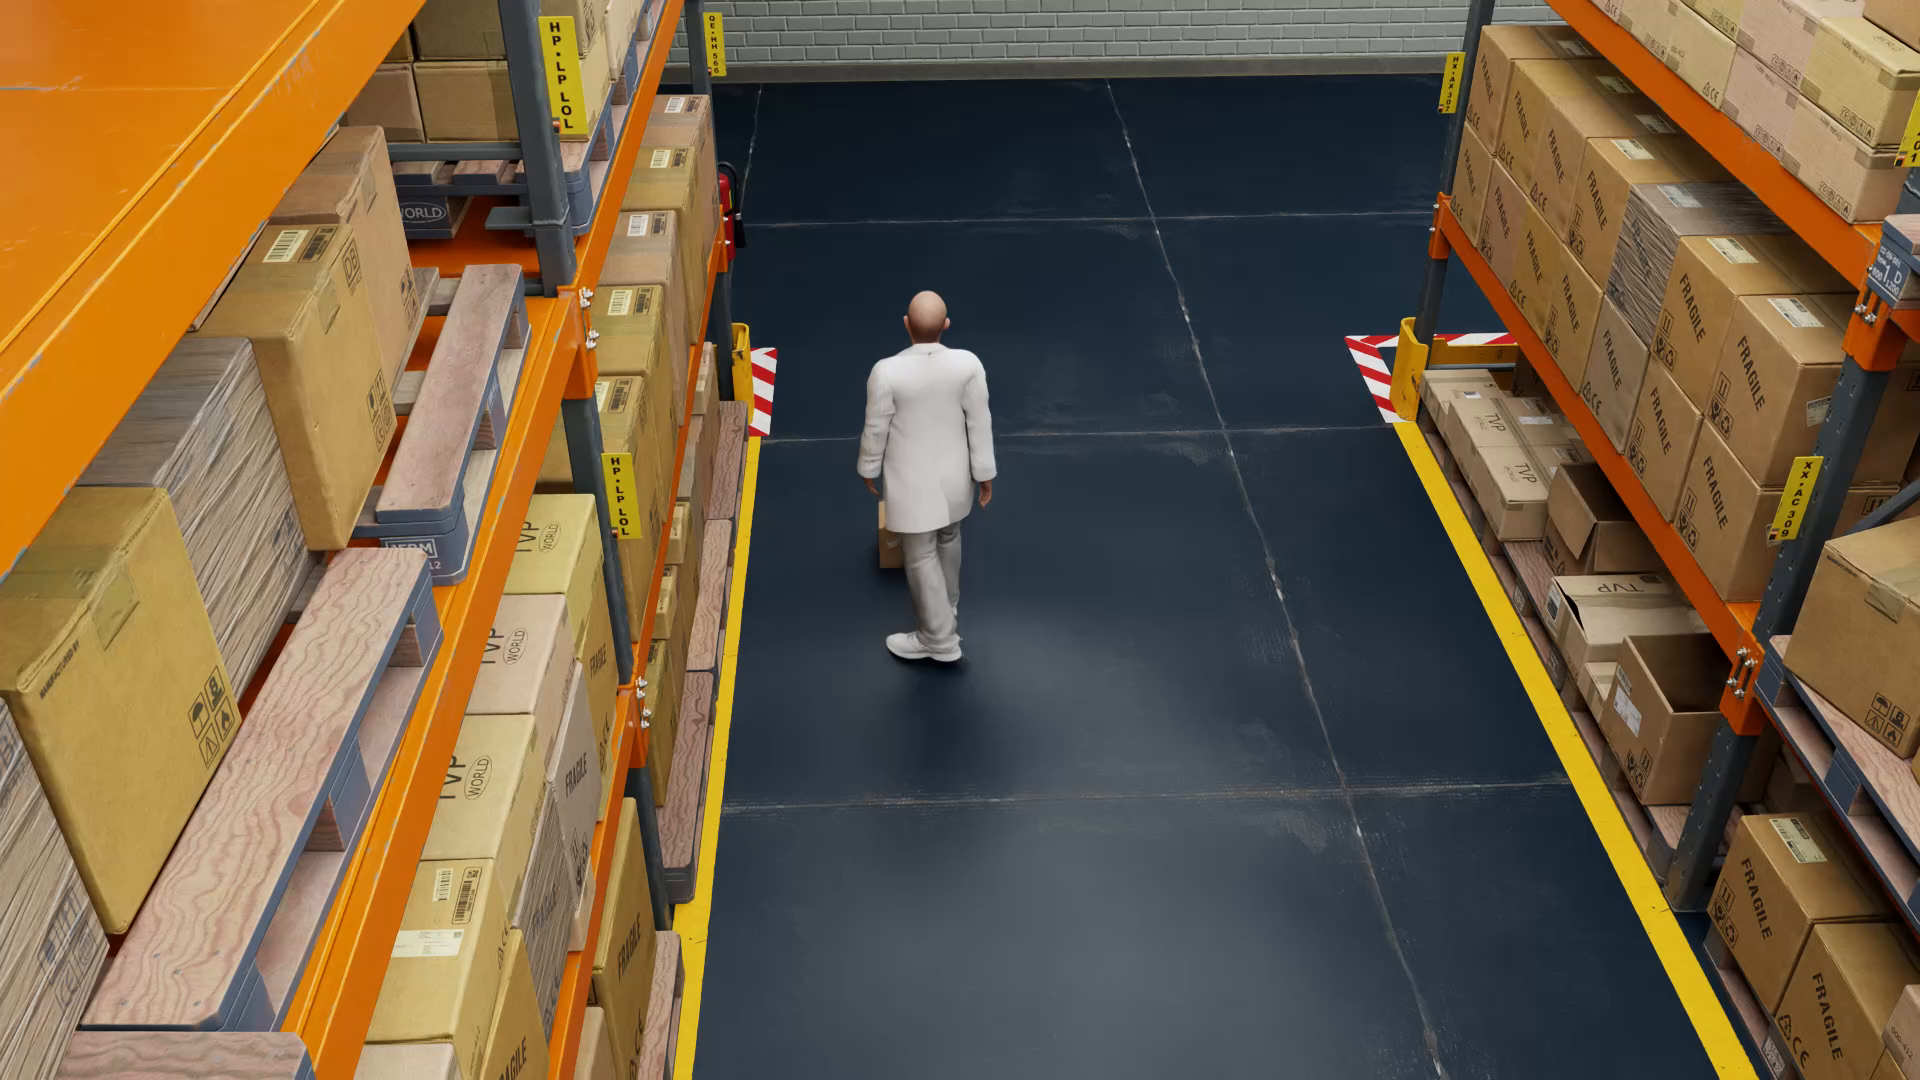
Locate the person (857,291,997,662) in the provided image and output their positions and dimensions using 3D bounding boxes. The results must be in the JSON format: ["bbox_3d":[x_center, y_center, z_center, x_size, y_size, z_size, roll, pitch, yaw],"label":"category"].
[{"bbox_3d":[-0.165,-0.313,7.594,0.585,1.774,0.738,-14,37,-19],"label":"person"}]
